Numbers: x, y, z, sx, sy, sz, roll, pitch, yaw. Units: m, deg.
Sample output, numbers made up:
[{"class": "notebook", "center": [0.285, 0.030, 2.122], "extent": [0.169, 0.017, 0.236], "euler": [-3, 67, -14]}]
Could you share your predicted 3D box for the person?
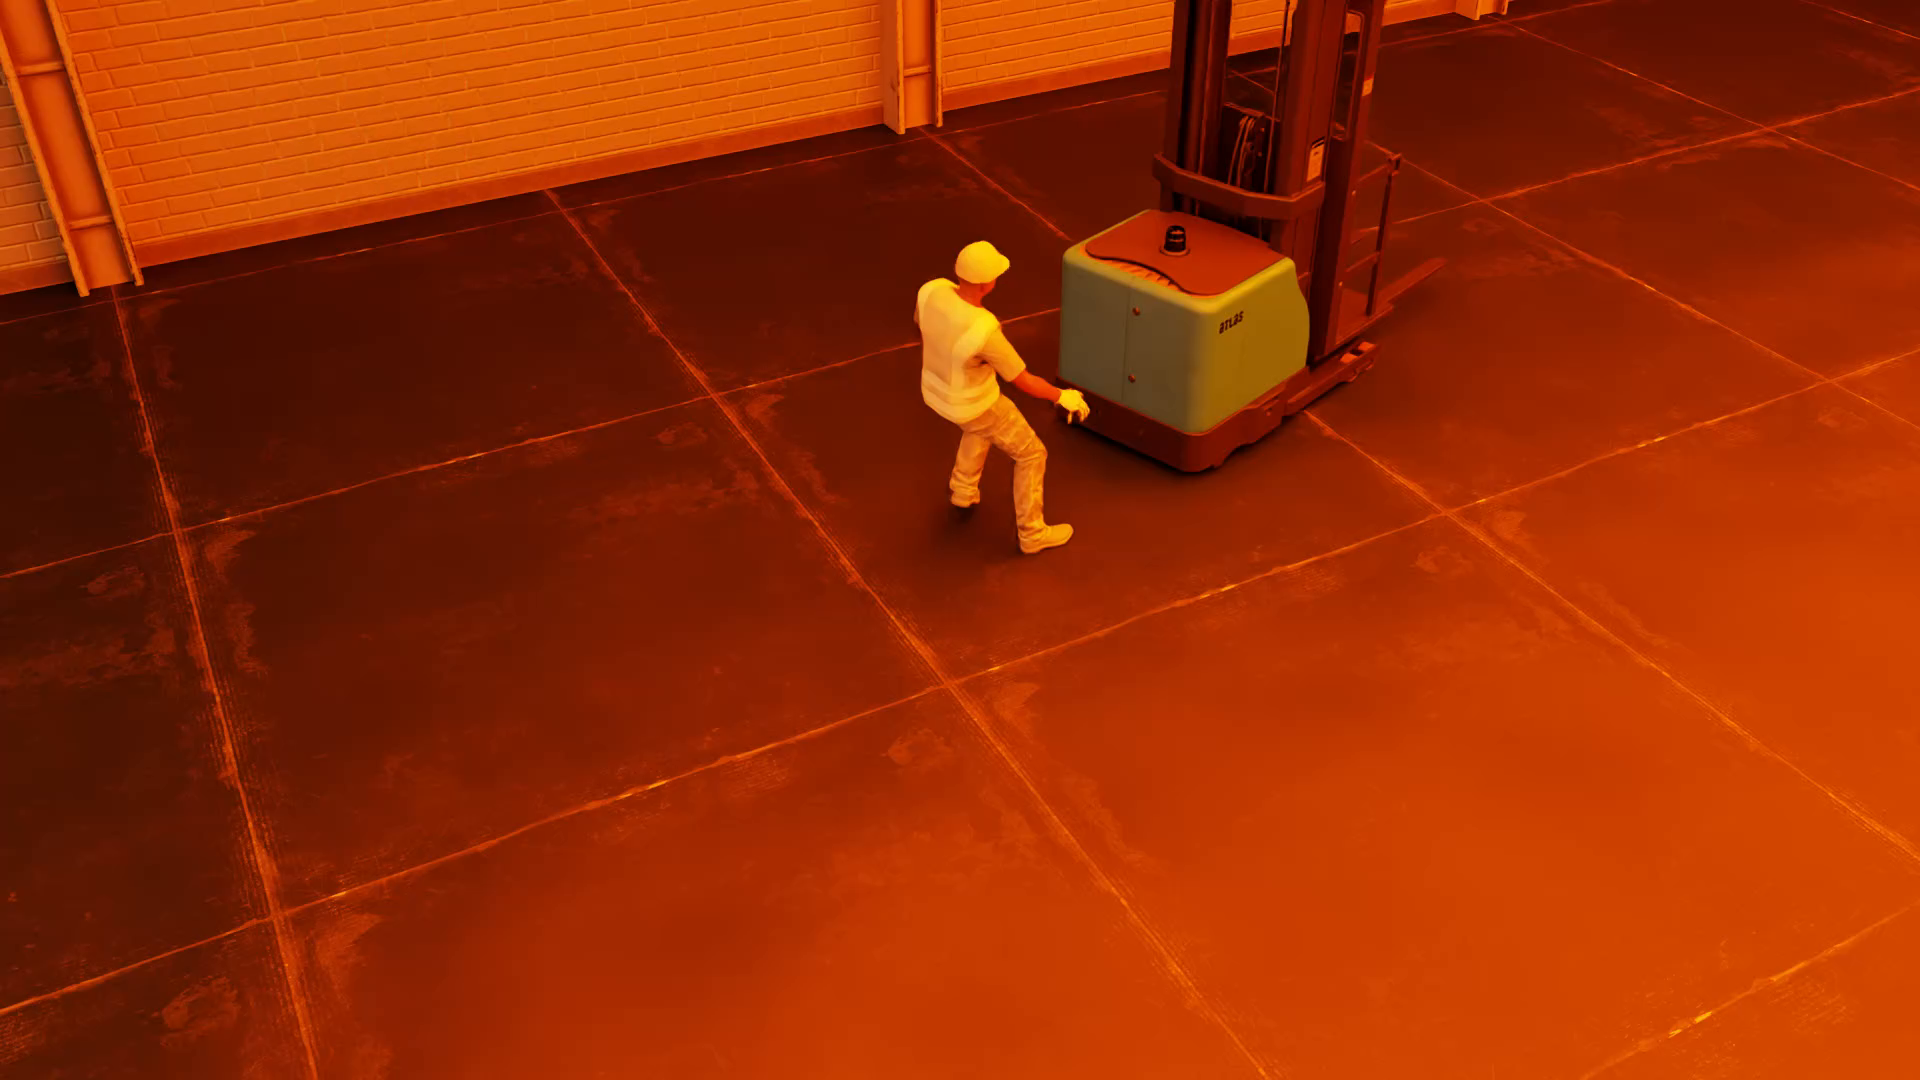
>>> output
[{"class": "person", "center": [0.154, -0.758, 8.302], "extent": [0.617, 1.662, 0.859], "euler": [-24, 42, -30]}]

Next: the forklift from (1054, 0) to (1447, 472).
[{"class": "forklift", "center": [1.910, -2.330, 9.419], "extent": [1.130, 2.935, 3.031], "euler": [28, 44, 34]}]
